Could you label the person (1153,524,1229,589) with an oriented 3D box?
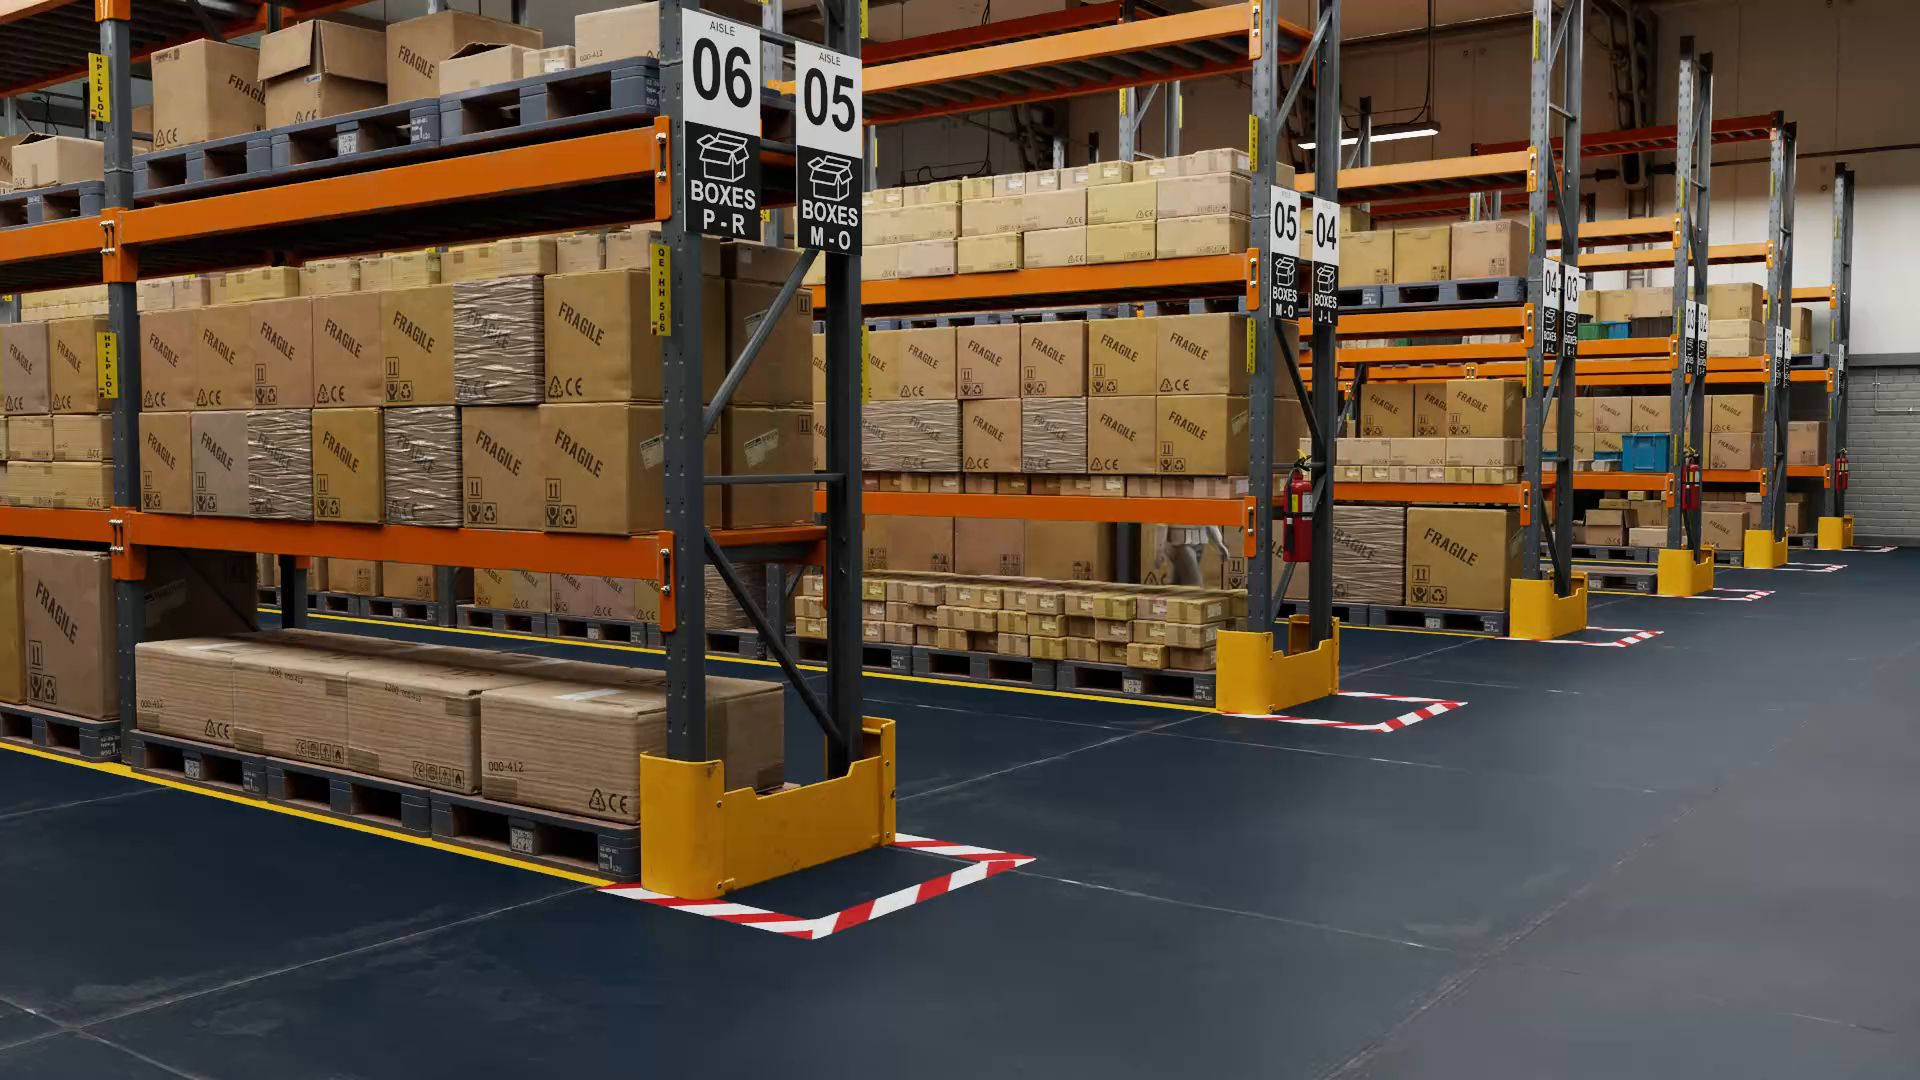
[{"bbox_3d":[1.836,0.042,12.926,0.982,1.631,0.504,3,4,41],"label":"person"}]
